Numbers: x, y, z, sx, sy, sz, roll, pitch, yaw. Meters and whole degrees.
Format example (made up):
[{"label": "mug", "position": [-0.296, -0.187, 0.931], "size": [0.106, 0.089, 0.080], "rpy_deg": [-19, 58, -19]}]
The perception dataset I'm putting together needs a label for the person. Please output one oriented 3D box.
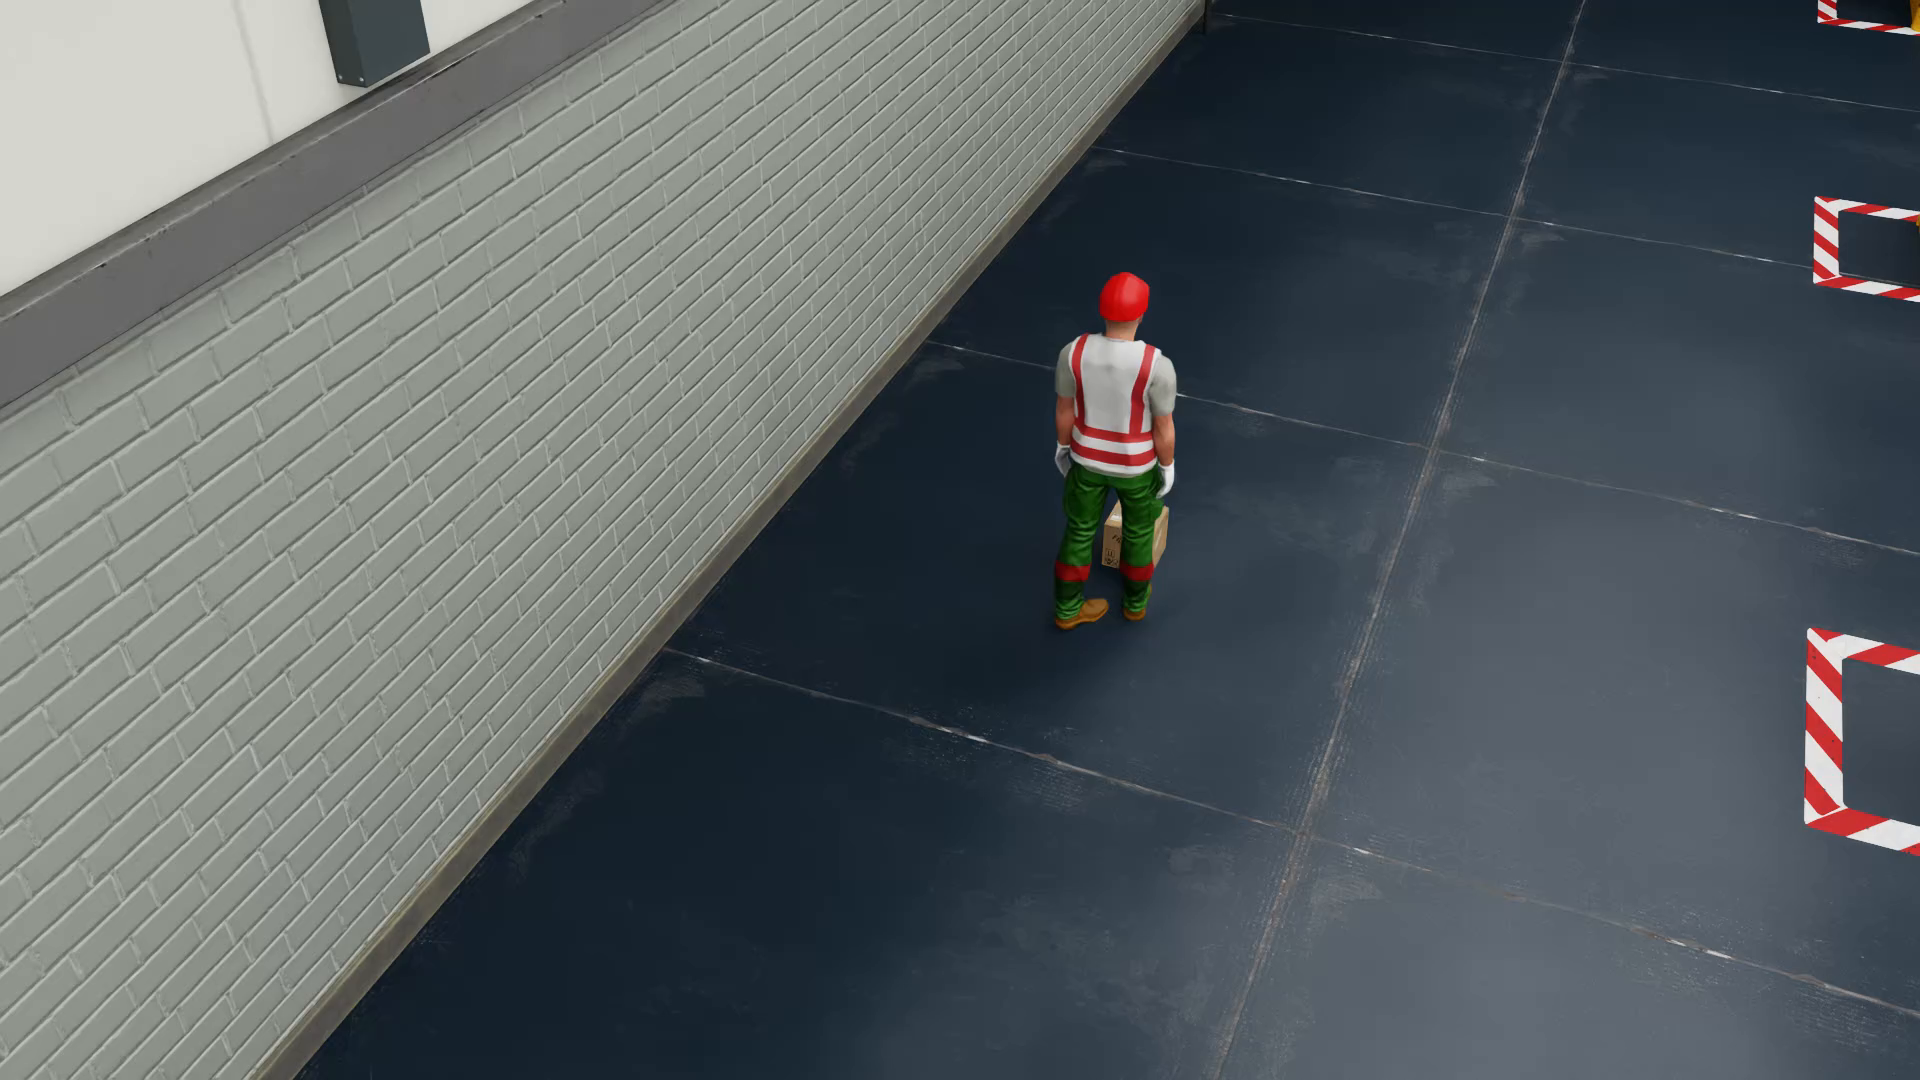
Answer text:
[{"label": "person", "position": [0.696, -0.386, 7.316], "size": [0.540, 1.802, 0.485], "rpy_deg": [14, 39, 17]}]
